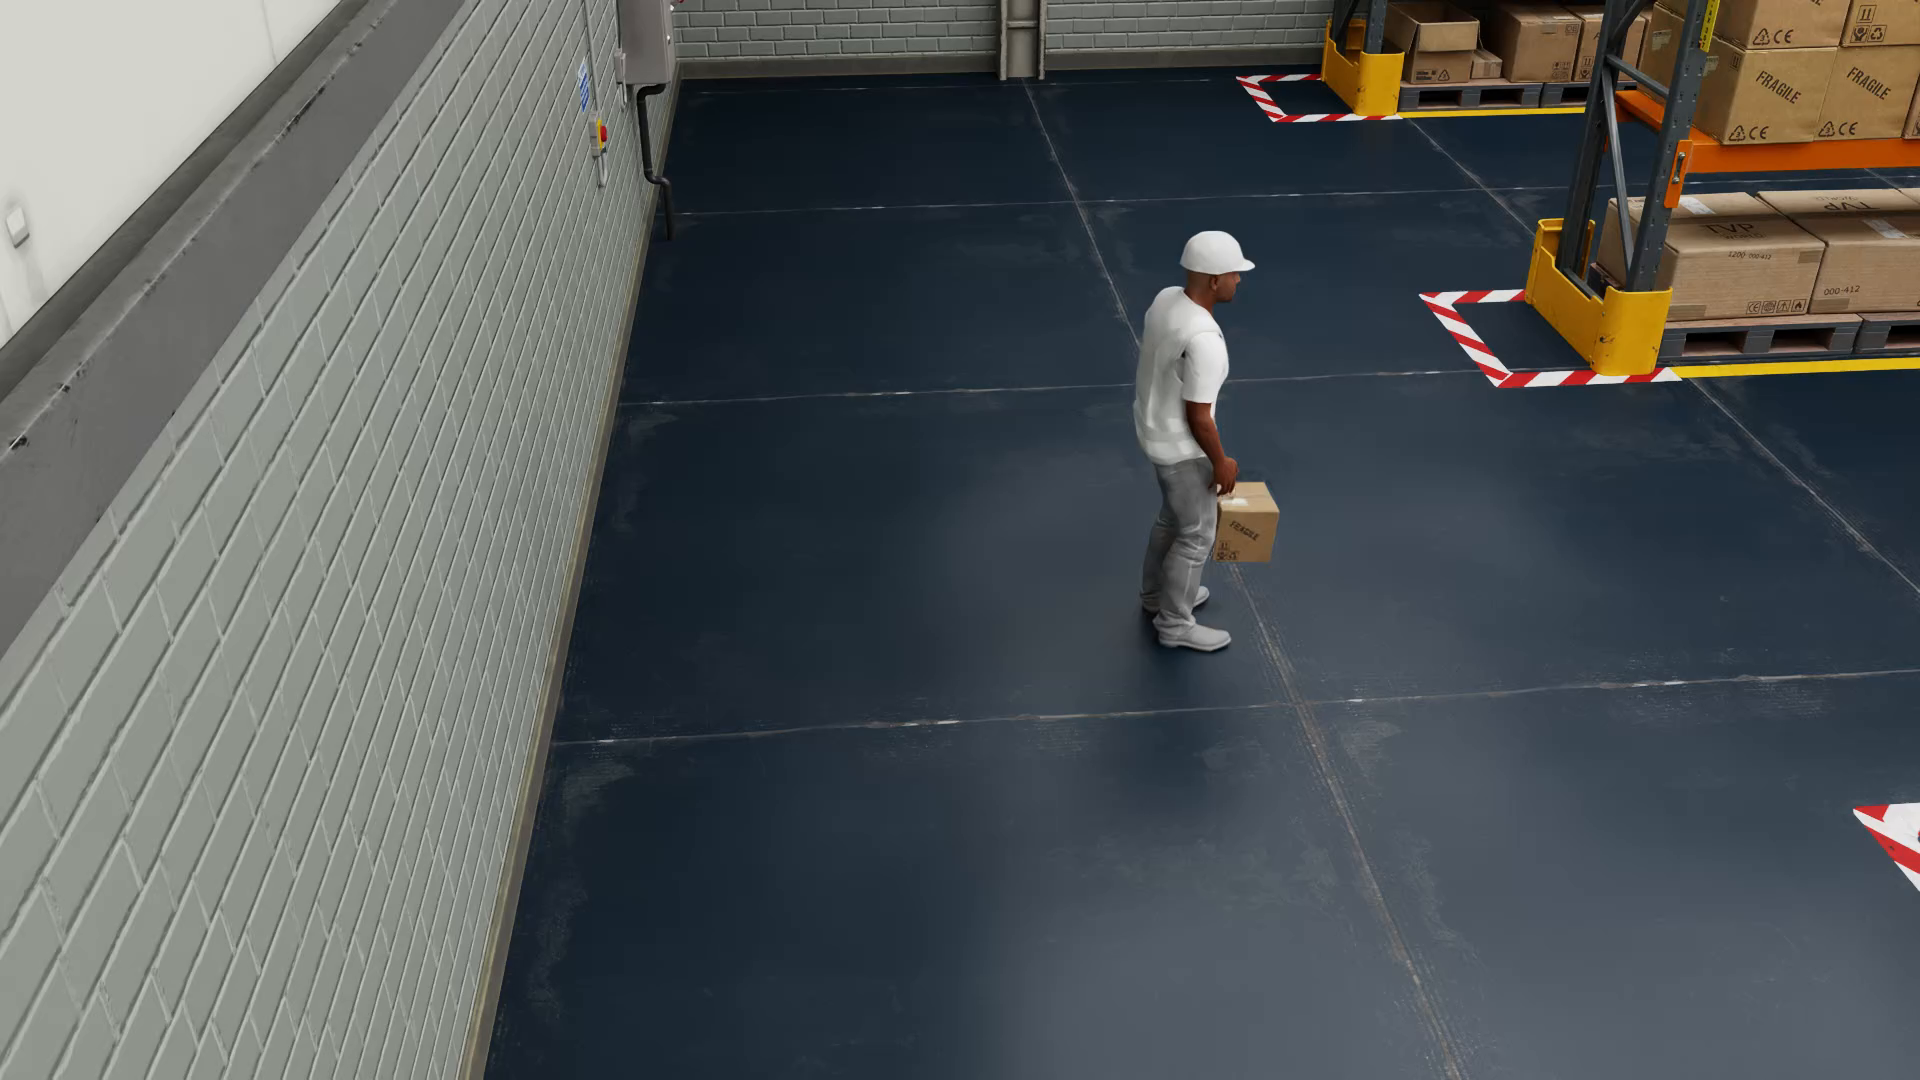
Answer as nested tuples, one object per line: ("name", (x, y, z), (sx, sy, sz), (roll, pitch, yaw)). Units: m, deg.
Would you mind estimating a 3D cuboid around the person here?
("person", (0.927, -0.408, 6.796), (0.430, 1.761, 0.591), (-4, 31, -6))
